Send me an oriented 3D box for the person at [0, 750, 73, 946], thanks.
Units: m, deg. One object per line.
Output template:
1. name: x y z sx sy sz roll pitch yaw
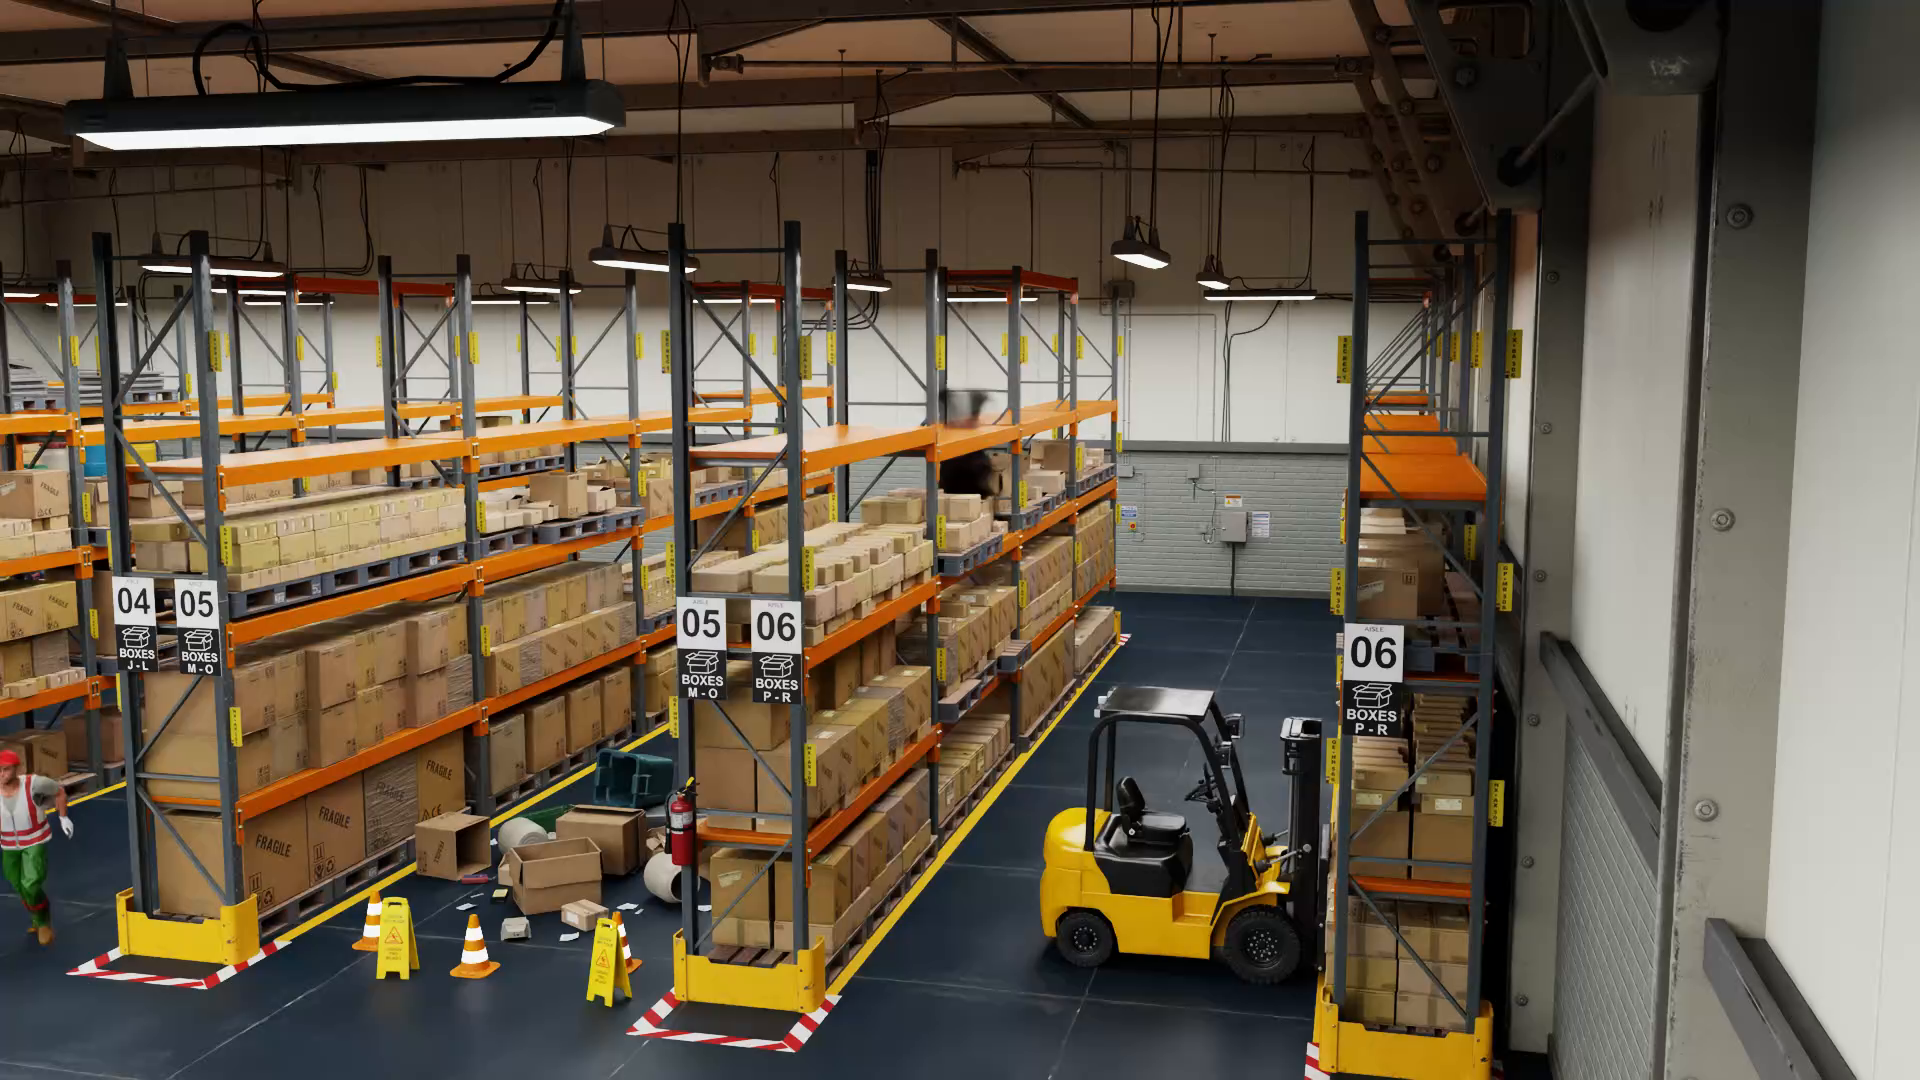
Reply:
1. person: -7.888 2.585 13.970 0.619 1.728 0.985 -1 7 -7

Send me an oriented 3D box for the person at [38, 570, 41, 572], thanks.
1. person: -14.994 0.959 27.386 0.691 1.790 0.719 2 7 13
